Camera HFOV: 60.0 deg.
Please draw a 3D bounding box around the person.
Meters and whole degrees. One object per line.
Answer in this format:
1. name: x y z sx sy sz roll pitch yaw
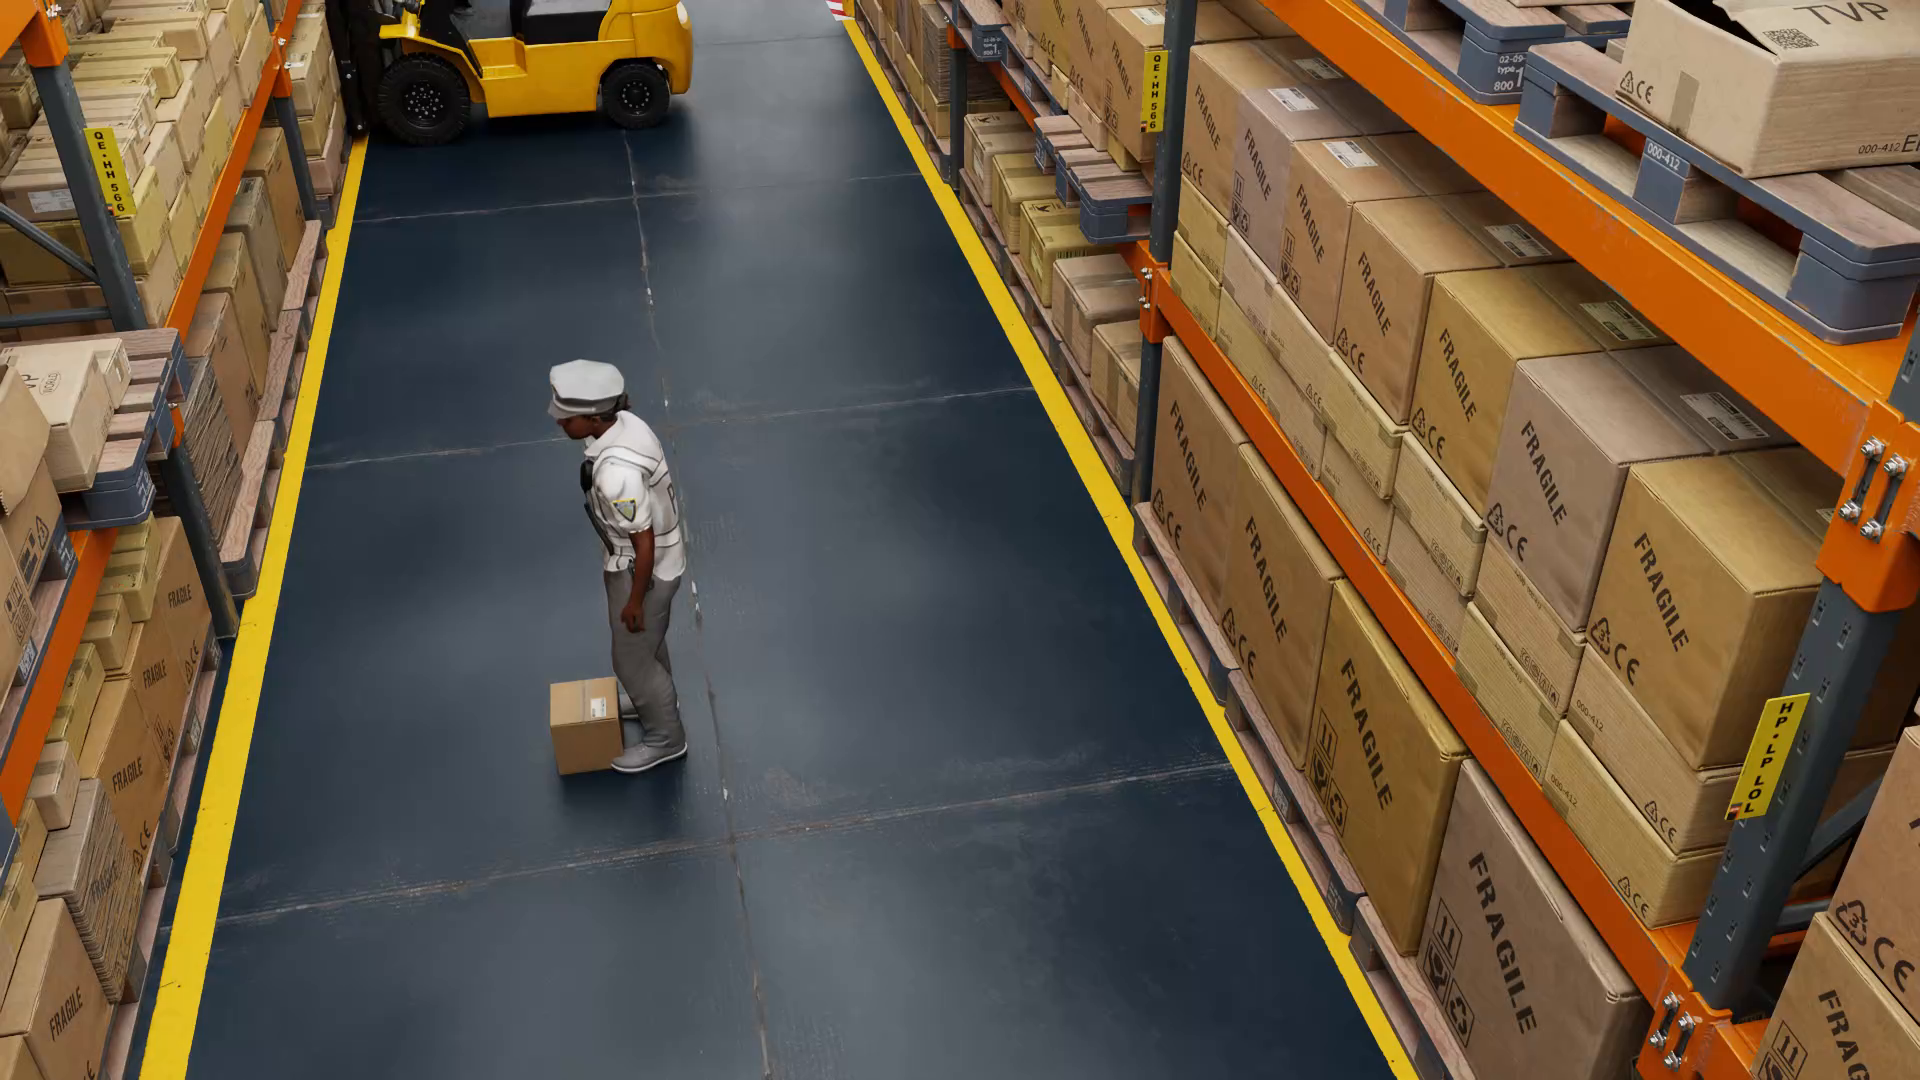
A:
1. person: -1.194 0.093 6.009 0.395 1.658 0.525 -9 36 -13
